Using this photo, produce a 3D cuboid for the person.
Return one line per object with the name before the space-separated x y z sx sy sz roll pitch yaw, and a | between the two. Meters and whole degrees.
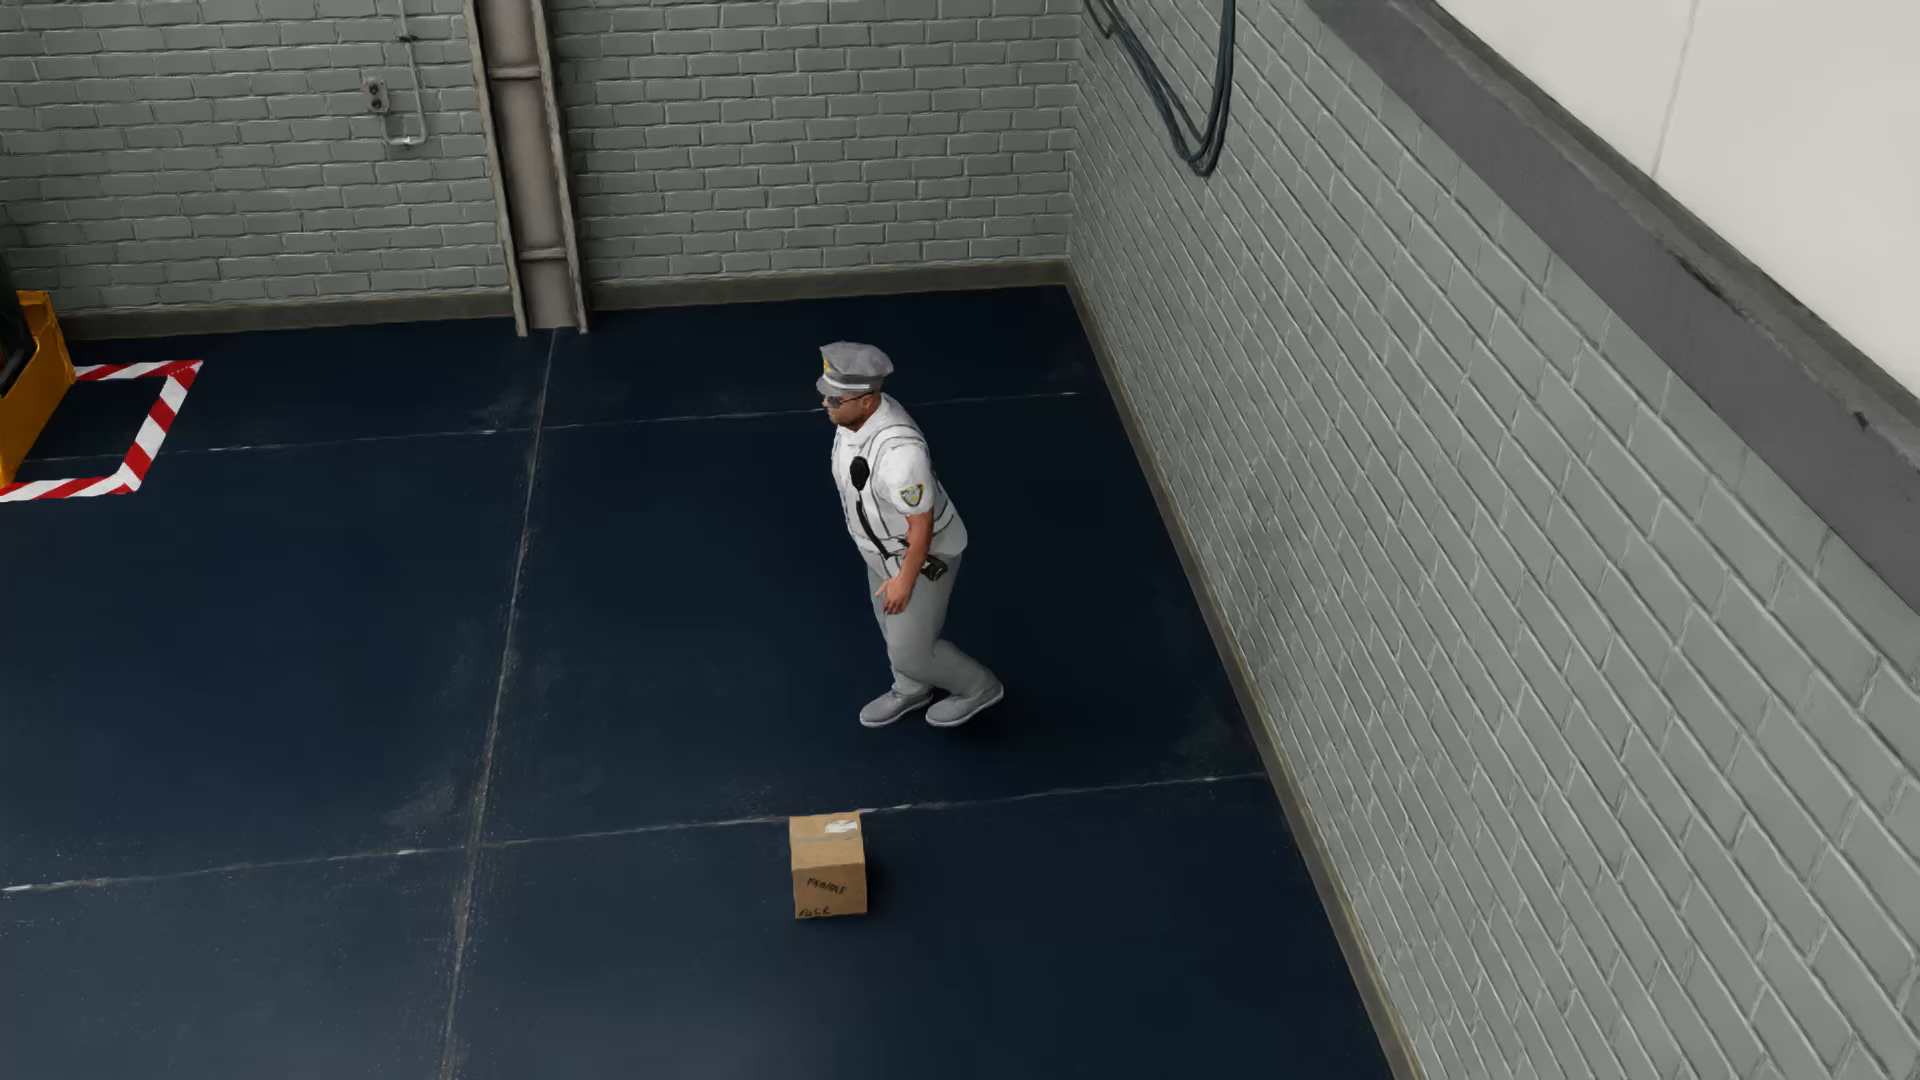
person | -0.187 0.027 6.116 0.644 1.733 0.539 -17 38 -23
